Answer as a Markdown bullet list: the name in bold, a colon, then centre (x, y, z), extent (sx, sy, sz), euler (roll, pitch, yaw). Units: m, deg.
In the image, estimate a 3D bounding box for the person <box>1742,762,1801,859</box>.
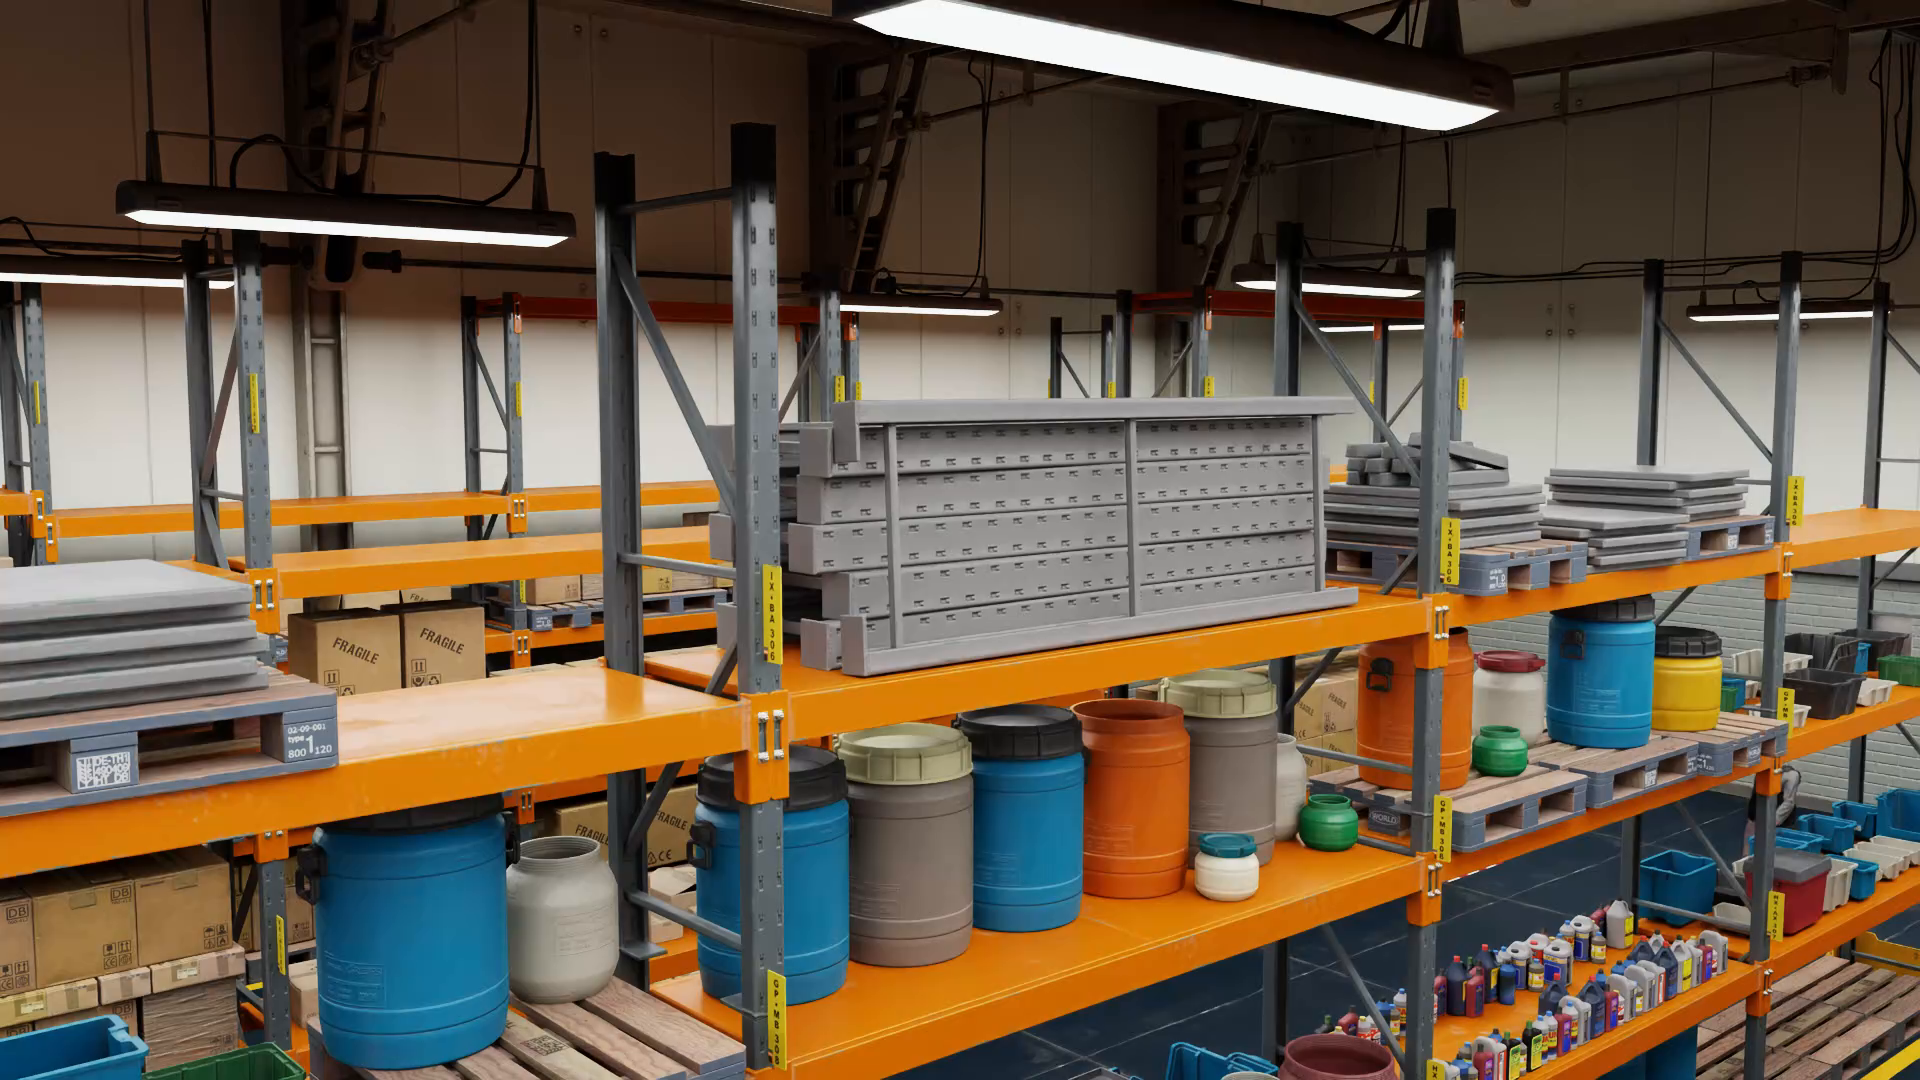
- **person**: centre (7.913, 2.773, 16.243), extent (0.483, 1.660, 1.036), euler (5, 8, 45)
